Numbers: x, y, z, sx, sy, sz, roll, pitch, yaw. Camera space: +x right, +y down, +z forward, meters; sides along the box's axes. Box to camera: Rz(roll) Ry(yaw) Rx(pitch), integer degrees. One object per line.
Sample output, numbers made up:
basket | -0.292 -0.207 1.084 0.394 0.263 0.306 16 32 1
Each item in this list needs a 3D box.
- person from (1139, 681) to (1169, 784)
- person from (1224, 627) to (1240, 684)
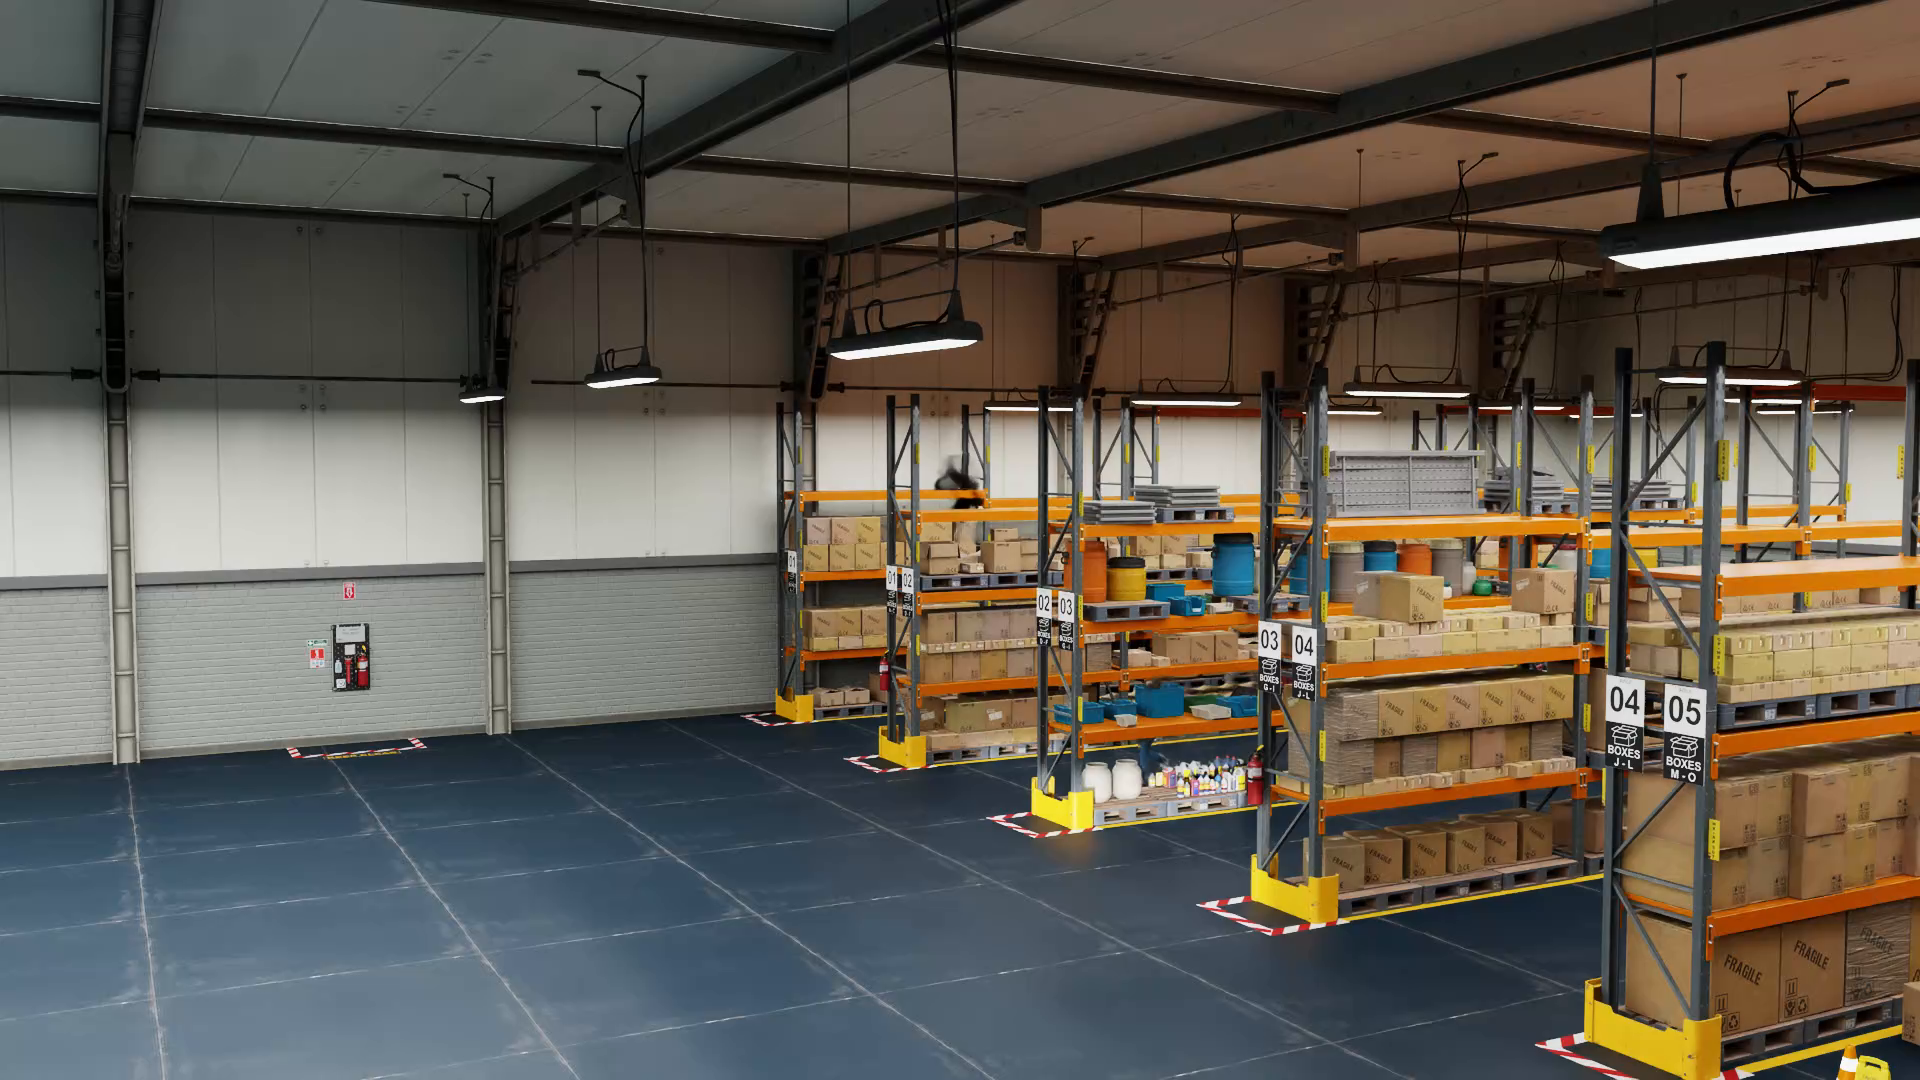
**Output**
person | 2.901 2.937 25.371 0.831 1.591 0.539 -2 4 -35
person | 5.222 2.510 32.189 0.528 1.653 0.589 -1 4 -25
